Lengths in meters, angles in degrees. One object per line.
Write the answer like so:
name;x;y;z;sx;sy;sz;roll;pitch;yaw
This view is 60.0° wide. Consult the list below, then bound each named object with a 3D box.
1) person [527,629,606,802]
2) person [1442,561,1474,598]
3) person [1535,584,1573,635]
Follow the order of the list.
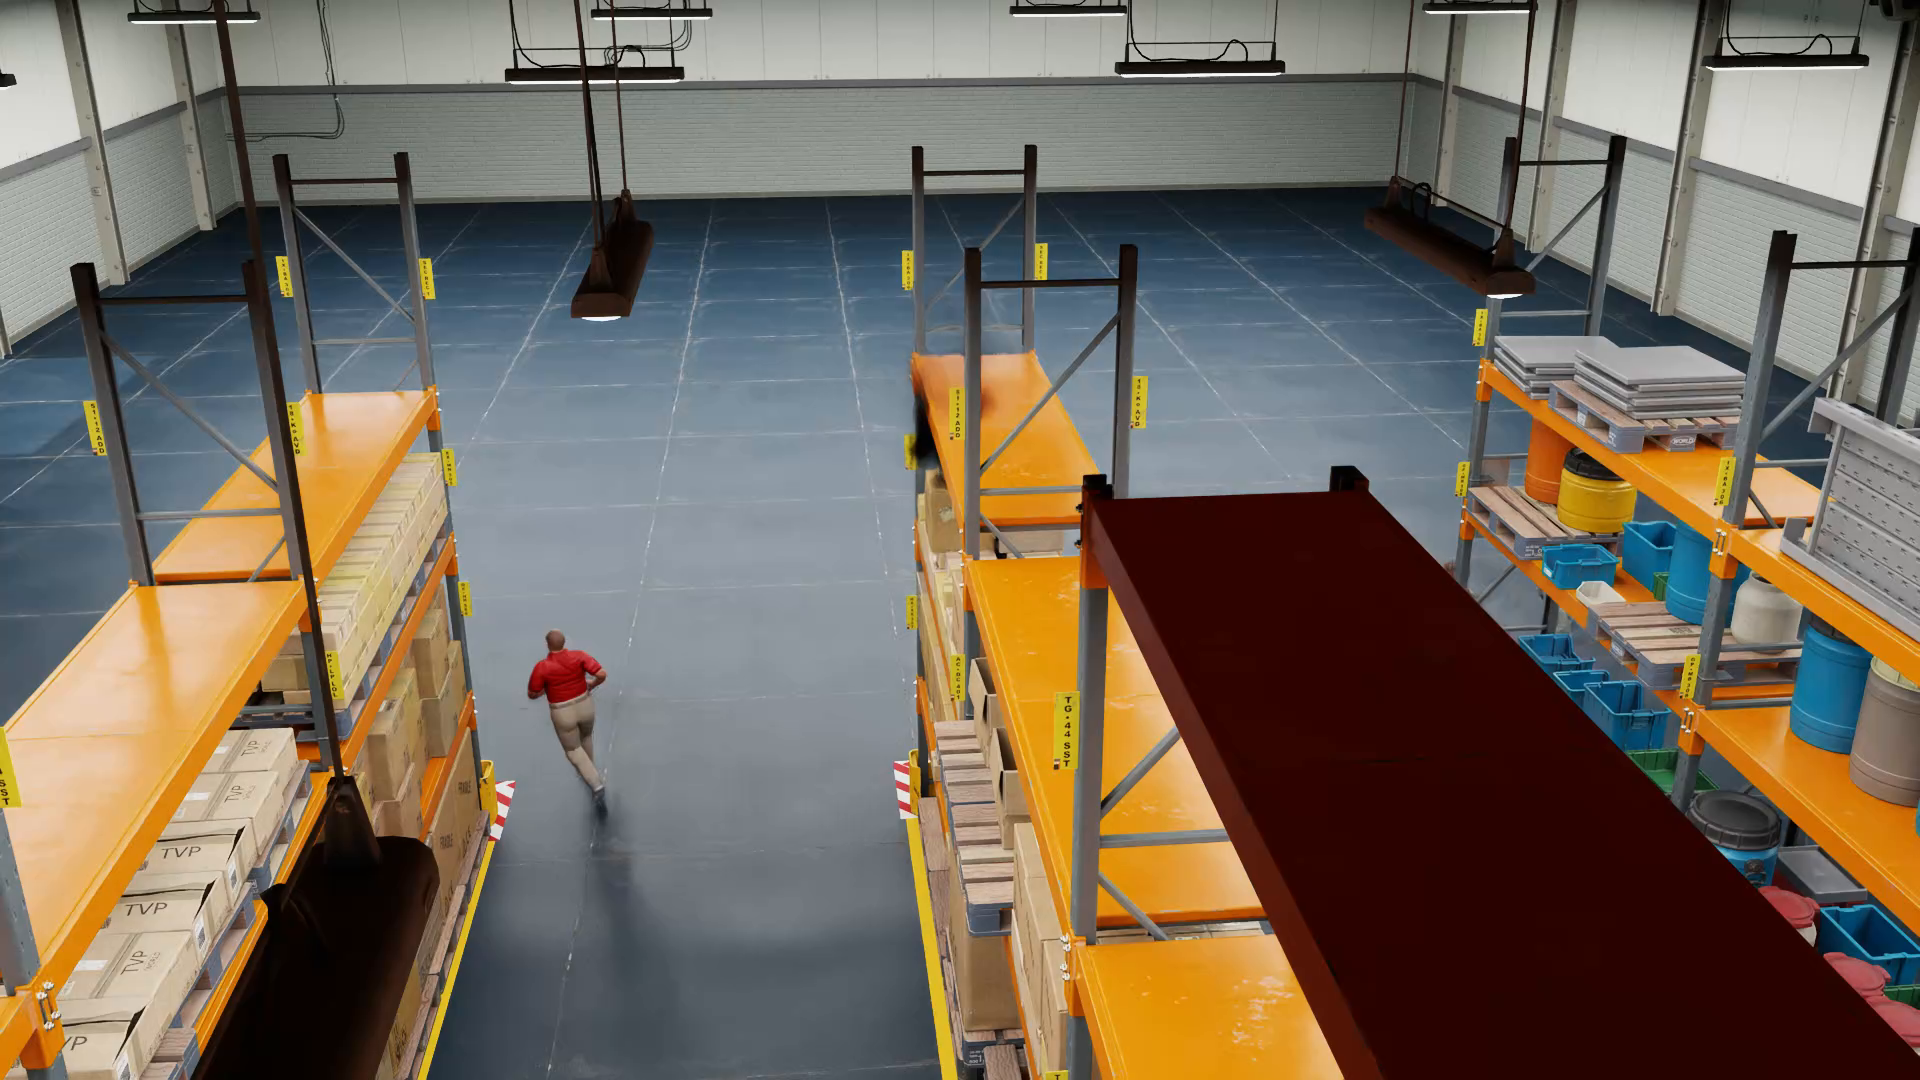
person;-3.612;1.611;15.313;0.698;1.720;0.871;-12;25;-28
person;5.069;0.971;17.137;0.795;1.576;0.574;12;24;27
person;6.706;0.255;18.621;0.605;1.736;0.645;8;23;19
